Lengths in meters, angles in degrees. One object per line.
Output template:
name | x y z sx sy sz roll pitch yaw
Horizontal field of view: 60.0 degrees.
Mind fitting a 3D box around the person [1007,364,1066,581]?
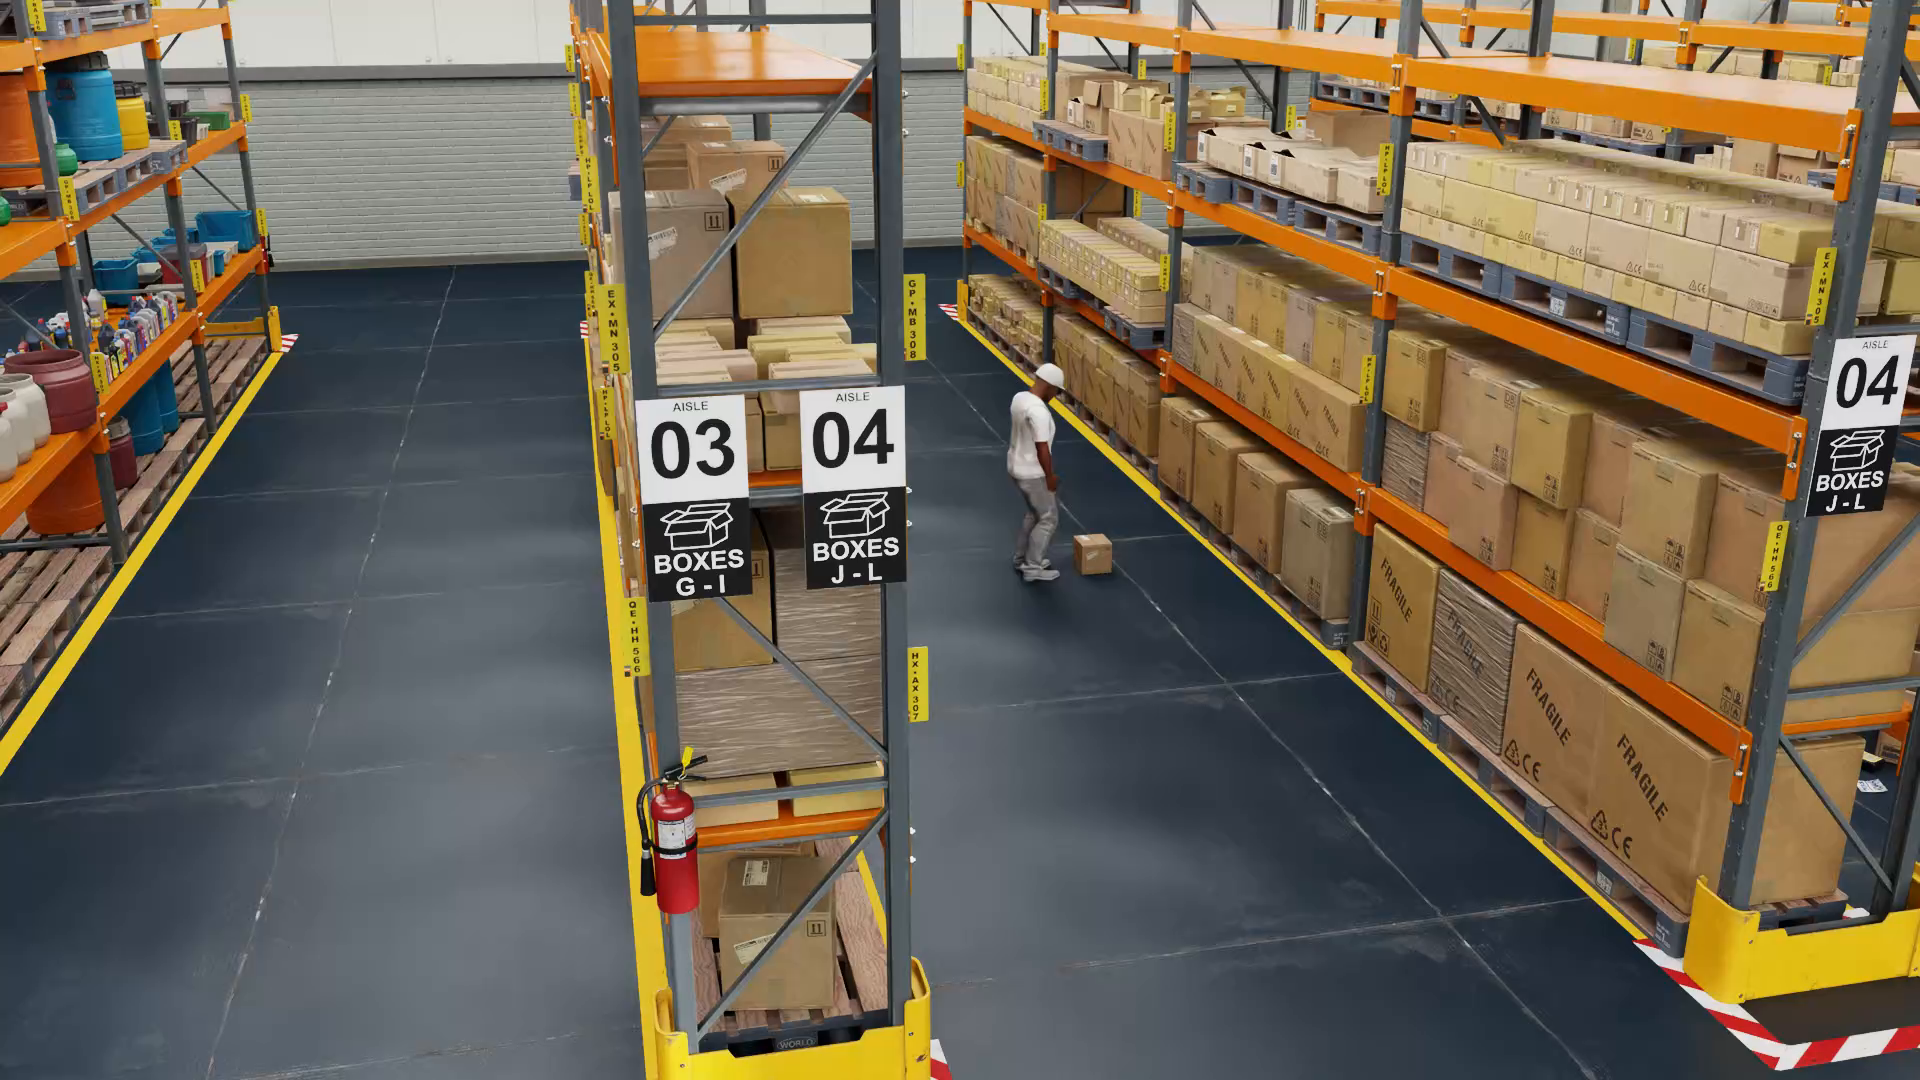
person | 0.608 -0.550 13.166 0.453 1.718 0.591 -4 20 -11
